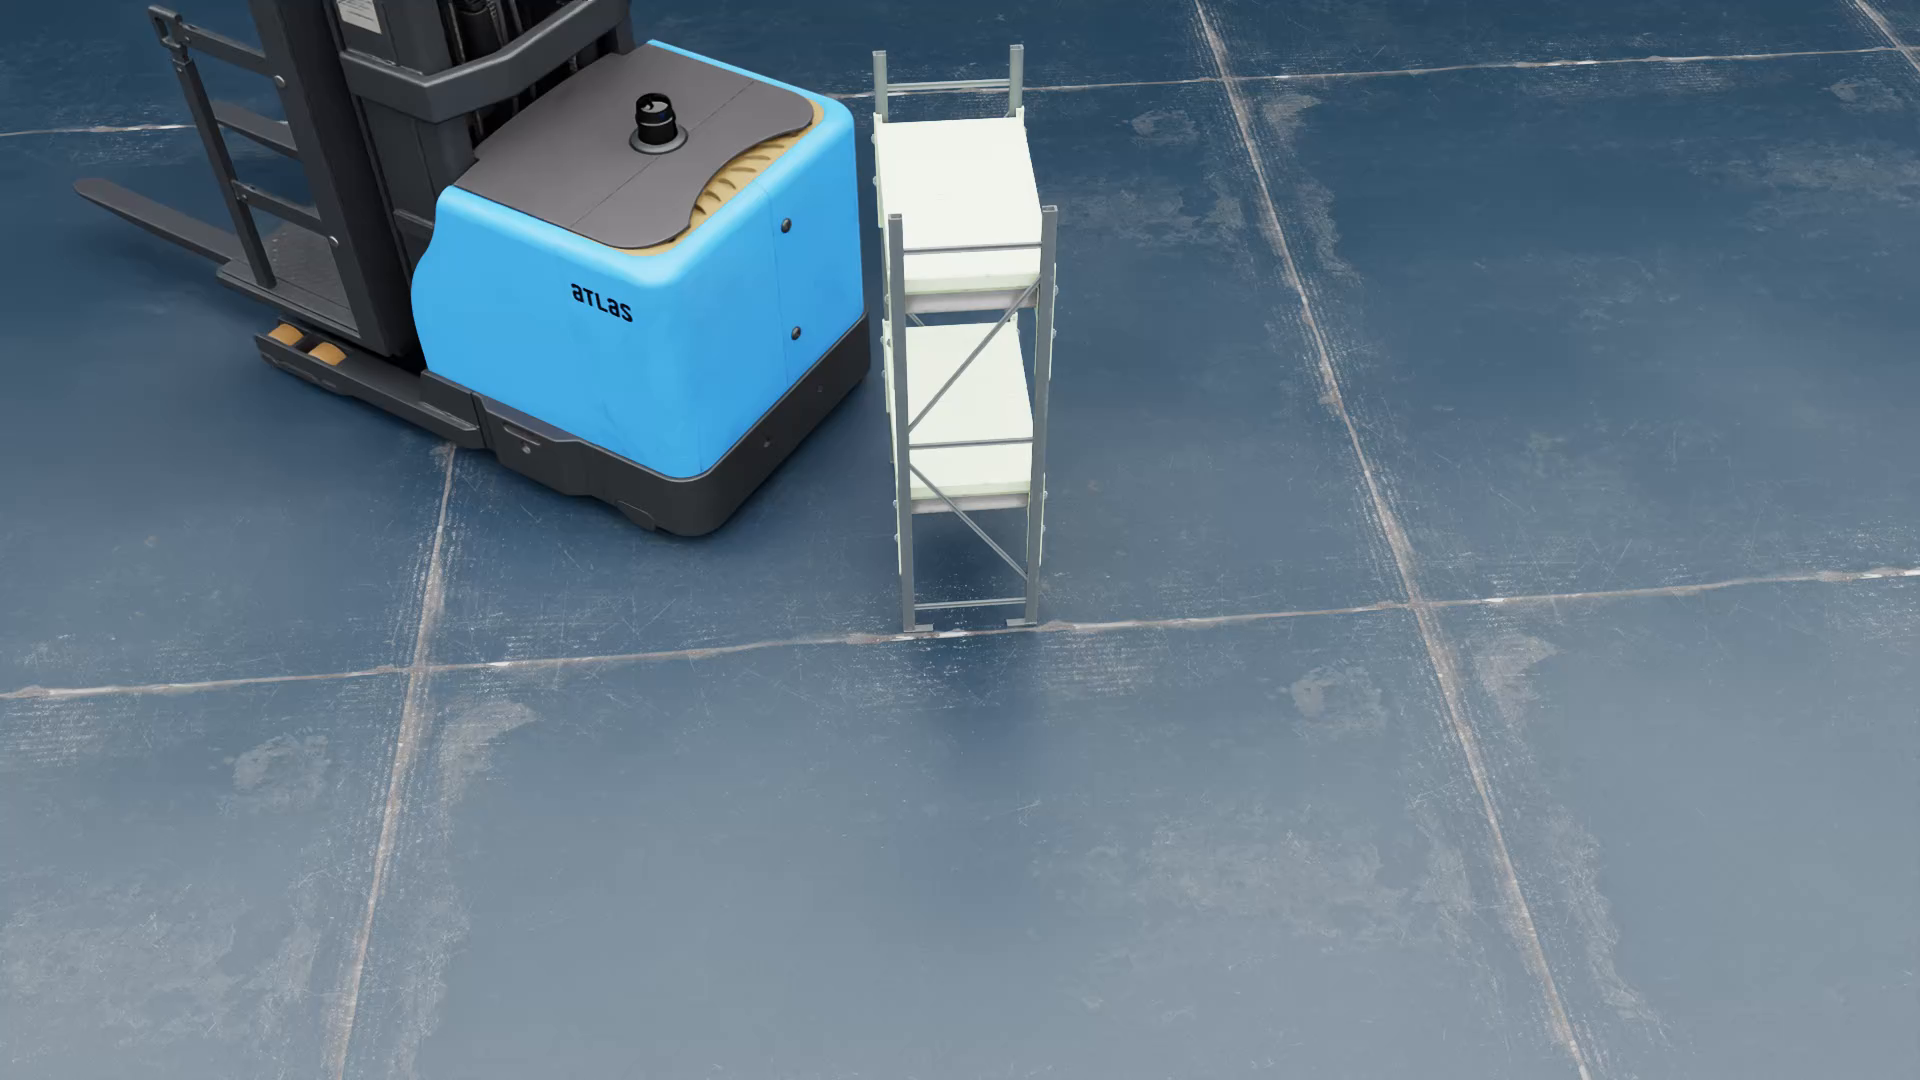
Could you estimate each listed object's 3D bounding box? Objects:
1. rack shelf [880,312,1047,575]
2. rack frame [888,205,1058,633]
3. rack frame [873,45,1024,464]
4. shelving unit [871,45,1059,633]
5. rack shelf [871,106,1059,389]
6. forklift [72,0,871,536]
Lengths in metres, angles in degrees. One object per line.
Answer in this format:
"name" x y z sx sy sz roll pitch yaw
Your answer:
"rack shelf" -0.001 -0.296 4.947 0.431 0.370 0.720 -3 47 -3
"rack frame" 0.030 -0.256 4.459 0.400 1.500 0.023 -3 47 -3
"rack frame" -0.031 -0.785 4.961 0.400 1.500 0.023 -3 47 -3
"shelving unit" -0.001 -0.521 4.710 0.431 1.500 0.755 -3 47 -3
"rack shelf" -0.001 -0.789 4.427 0.431 0.370 0.720 -3 47 -3
"forklift" -1.837 -1.826 4.961 3.031 2.935 1.130 23 51 20
